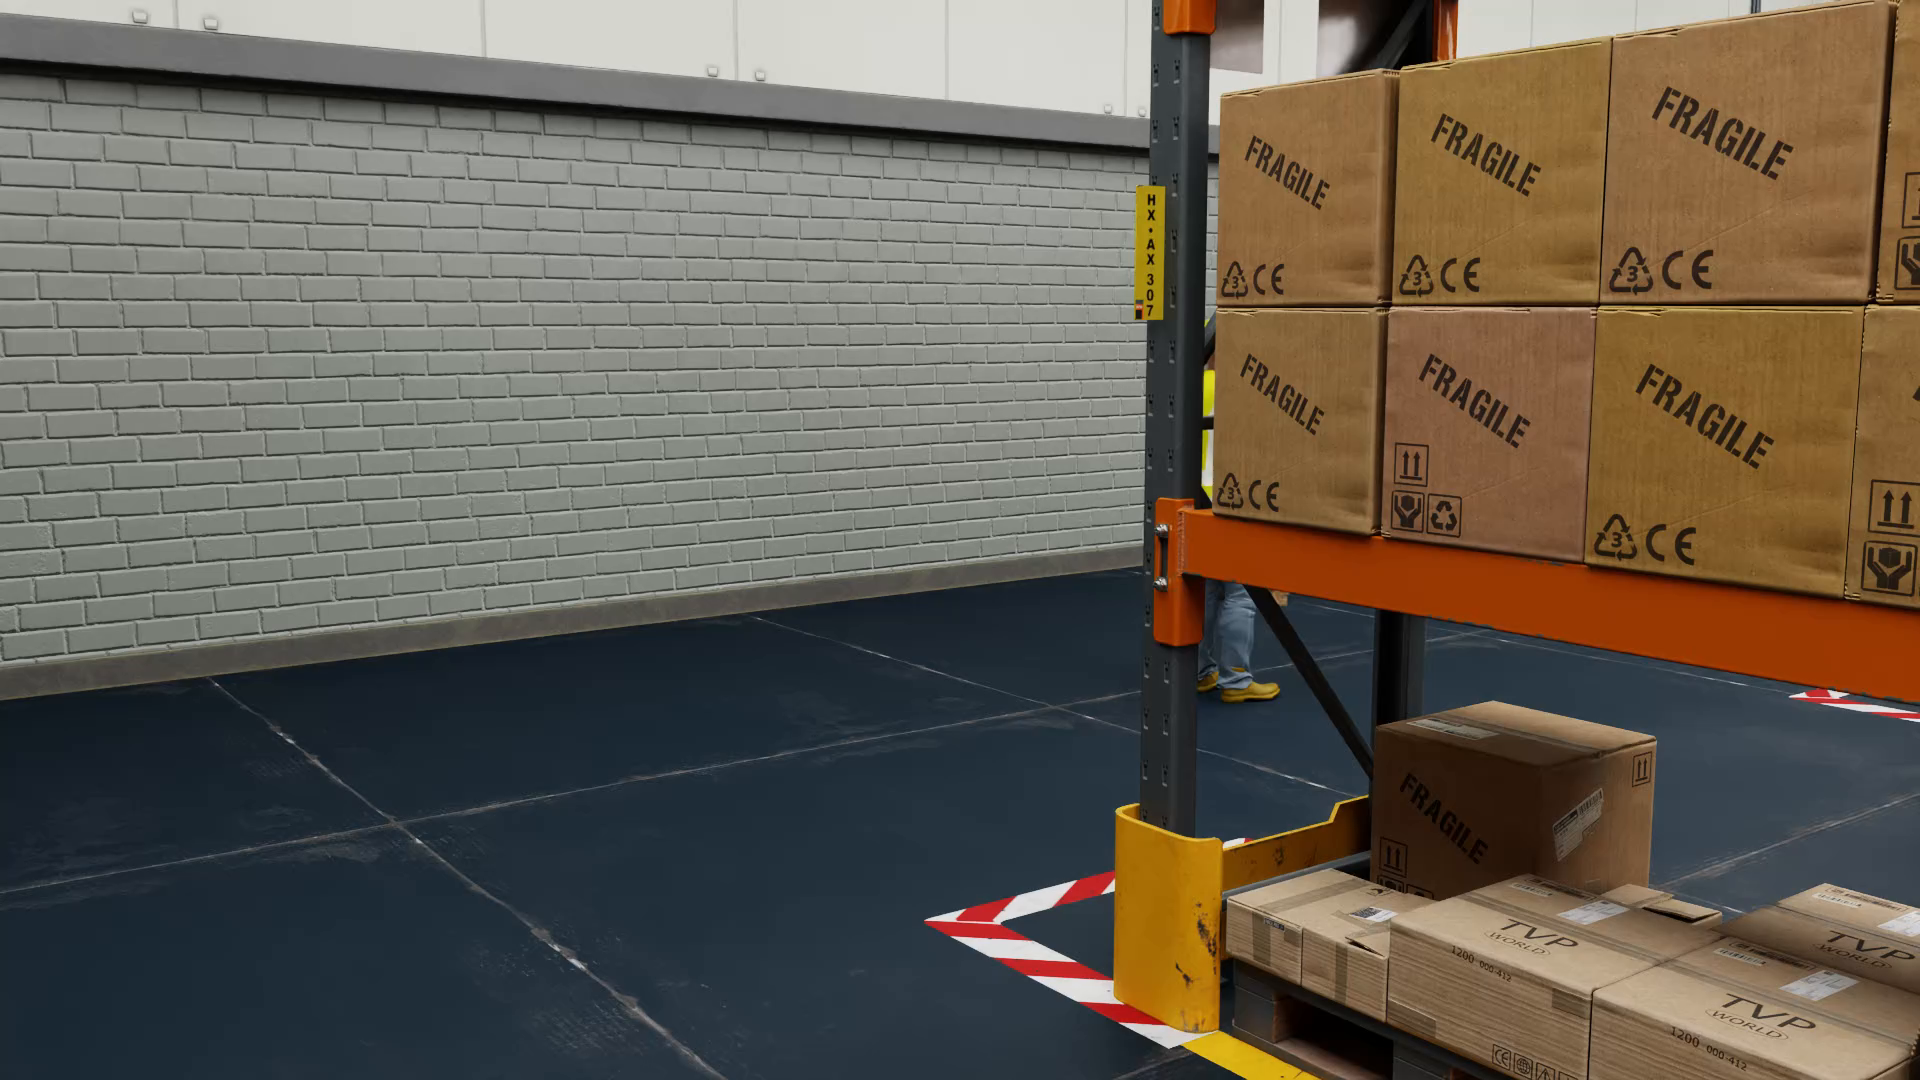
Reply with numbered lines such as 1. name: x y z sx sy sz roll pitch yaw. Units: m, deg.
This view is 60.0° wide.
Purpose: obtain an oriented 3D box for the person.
1. person: 1.217 -0.145 7.790 0.457 1.765 0.589 -6 10 -37
